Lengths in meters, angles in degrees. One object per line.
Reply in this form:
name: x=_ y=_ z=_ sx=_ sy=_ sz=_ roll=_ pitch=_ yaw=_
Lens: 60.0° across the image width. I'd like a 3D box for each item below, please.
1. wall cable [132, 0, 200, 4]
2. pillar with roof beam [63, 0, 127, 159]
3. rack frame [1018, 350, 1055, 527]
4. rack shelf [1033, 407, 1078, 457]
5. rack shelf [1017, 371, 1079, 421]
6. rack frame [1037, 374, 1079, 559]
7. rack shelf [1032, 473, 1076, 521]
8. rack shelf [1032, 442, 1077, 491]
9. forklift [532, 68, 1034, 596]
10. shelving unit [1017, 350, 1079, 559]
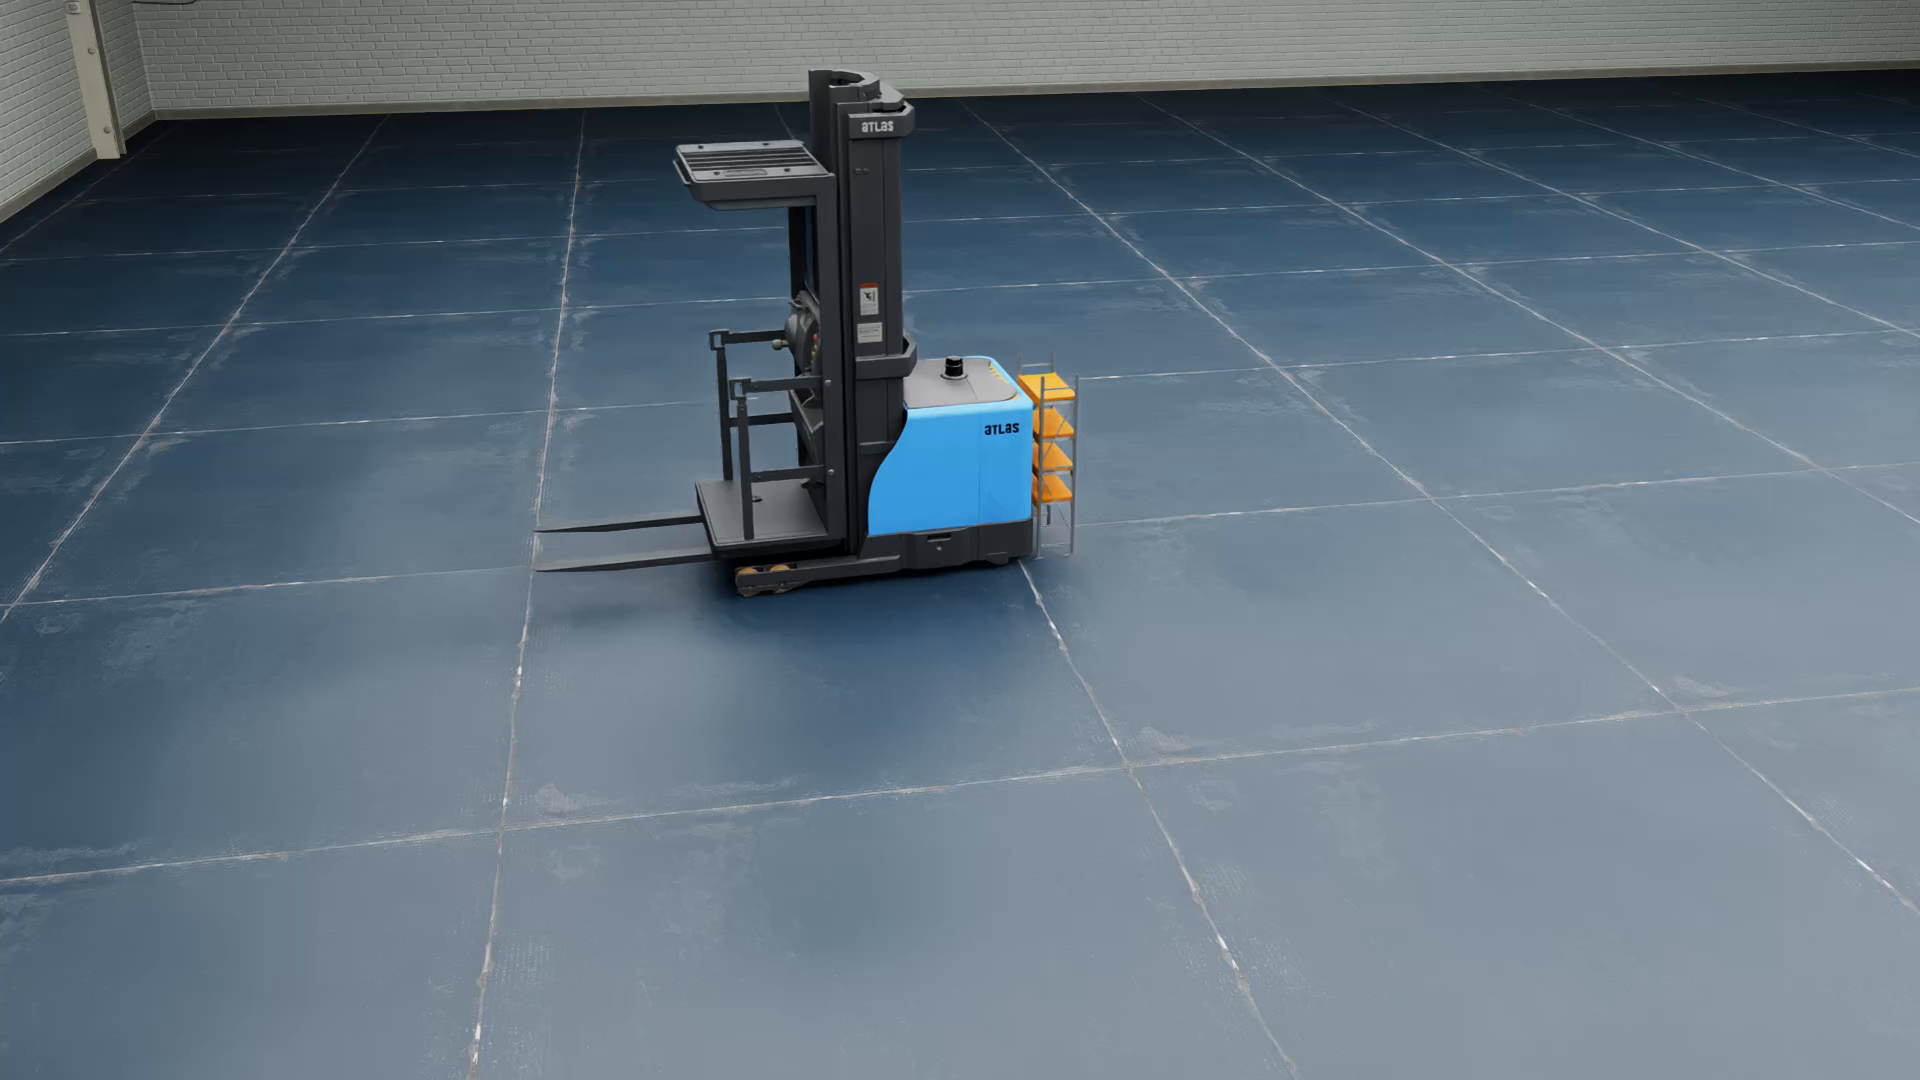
wall cable: x=-10.896 y=-9.229 z=24.517 sx=3.097 sy=2.526 sz=0.112 roll=-4 pitch=24 yaw=-10
pillar with roof beam: x=-7.420 y=-9.714 z=21.748 sx=9.100 sy=9.000 sz=0.400 roll=-4 pitch=24 yaw=-10
rack frame: x=0.481 y=-0.632 z=10.696 sx=0.240 sy=1.200 sz=0.015 roll=-6 pitch=24 yaw=-13
rack shelf: x=0.542 y=-0.680 z=10.417 sx=0.258 sy=0.148 sz=0.480 roll=-6 pitch=24 yaw=-13
rack shelf: x=0.543 y=-0.897 z=10.322 sx=0.258 sy=0.148 sz=0.480 roll=-6 pitch=24 yaw=-13
rack frame: x=0.602 y=-0.442 z=10.263 sx=0.240 sy=1.200 sz=0.015 roll=-6 pitch=24 yaw=-13
rack shelf: x=0.541 y=-0.293 z=10.586 sx=0.258 sy=0.148 sz=0.480 roll=-6 pitch=24 yaw=-13
rack shelf: x=0.541 y=-0.475 z=10.506 sx=0.258 sy=0.148 sz=0.480 roll=-6 pitch=24 yaw=-13
forklift: x=-1.117 y=-1.239 z=9.925 sx=3.031 sy=2.935 sz=1.130 roll=-6 pitch=24 yaw=-13
shelving unit: x=0.542 y=-0.537 z=10.479 sx=0.258 sy=1.200 sz=0.503 roll=-6 pitch=24 yaw=-13
